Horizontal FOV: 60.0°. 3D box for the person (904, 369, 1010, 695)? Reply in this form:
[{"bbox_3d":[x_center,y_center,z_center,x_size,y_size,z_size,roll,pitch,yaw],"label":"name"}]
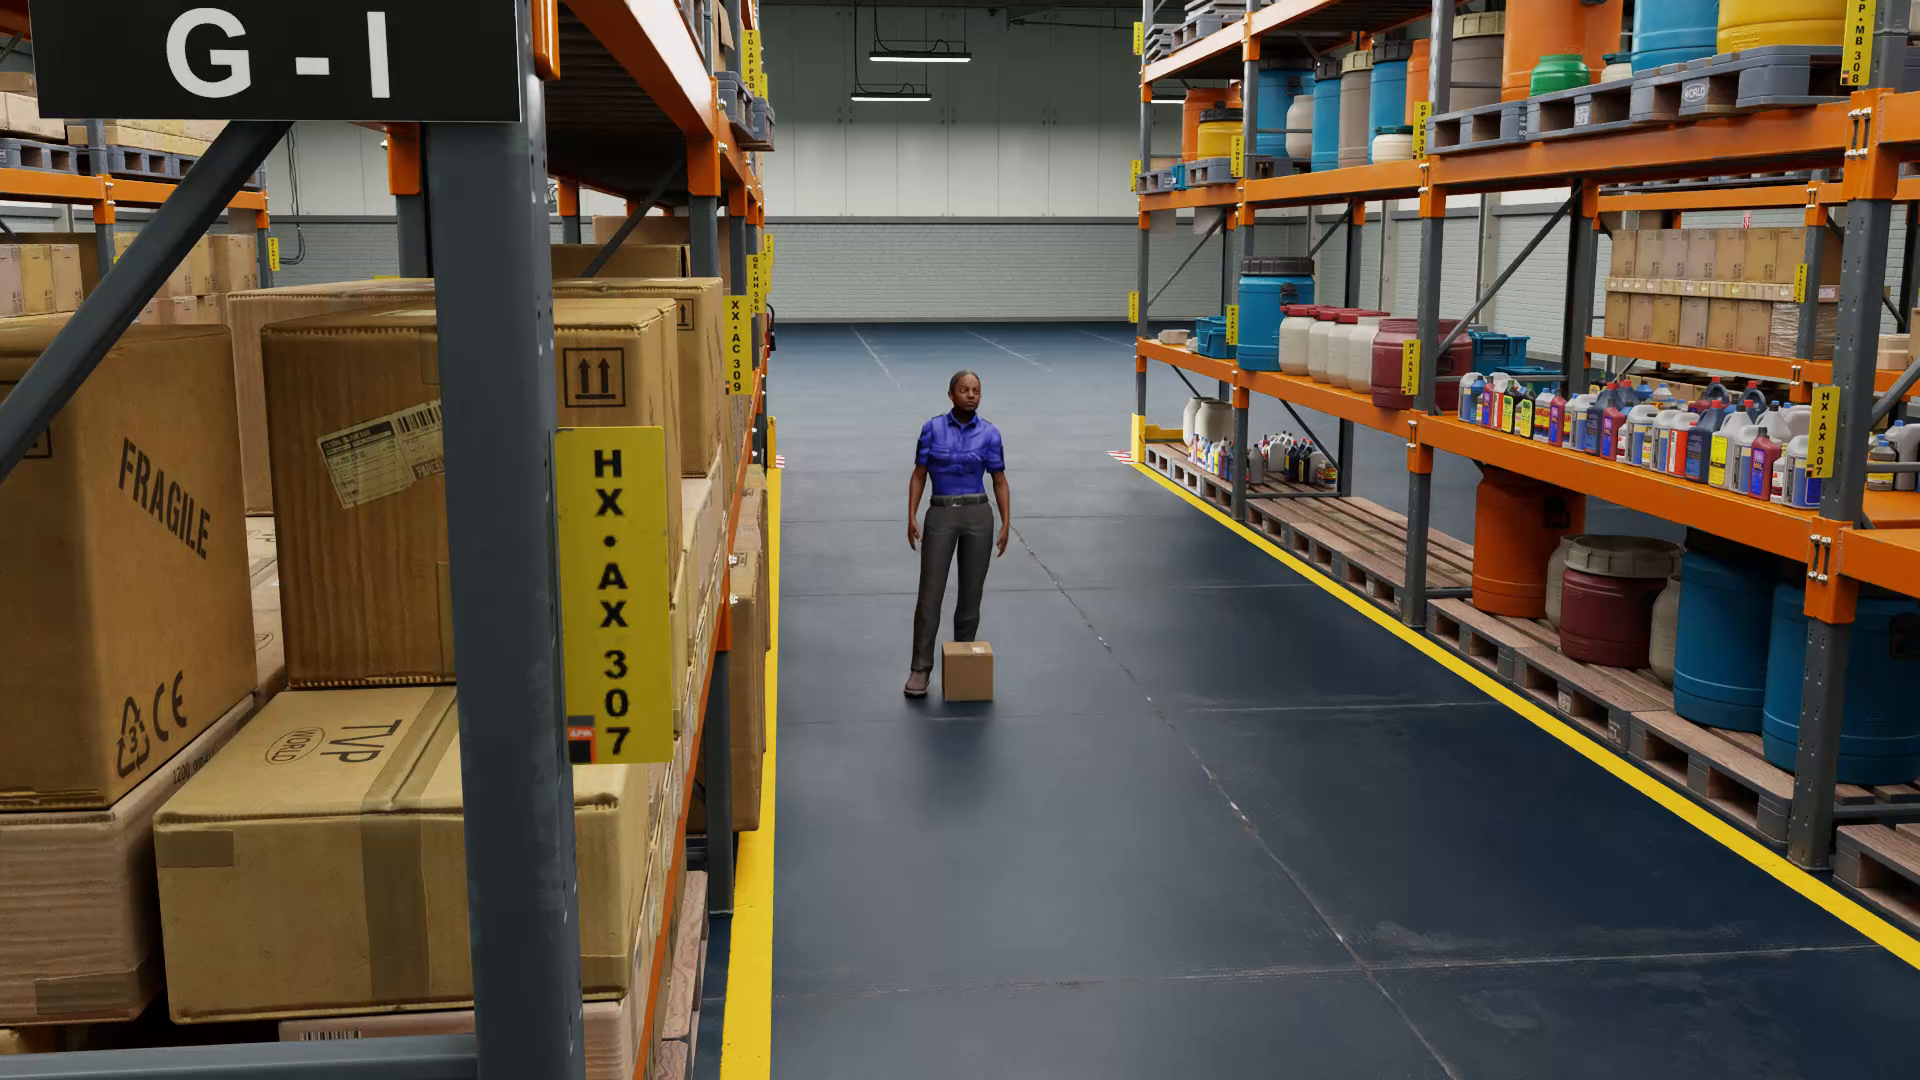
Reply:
[{"bbox_3d":[-0.017,-0.050,8.659,0.569,1.654,0.504,-1,10,-3],"label":"person"}]
